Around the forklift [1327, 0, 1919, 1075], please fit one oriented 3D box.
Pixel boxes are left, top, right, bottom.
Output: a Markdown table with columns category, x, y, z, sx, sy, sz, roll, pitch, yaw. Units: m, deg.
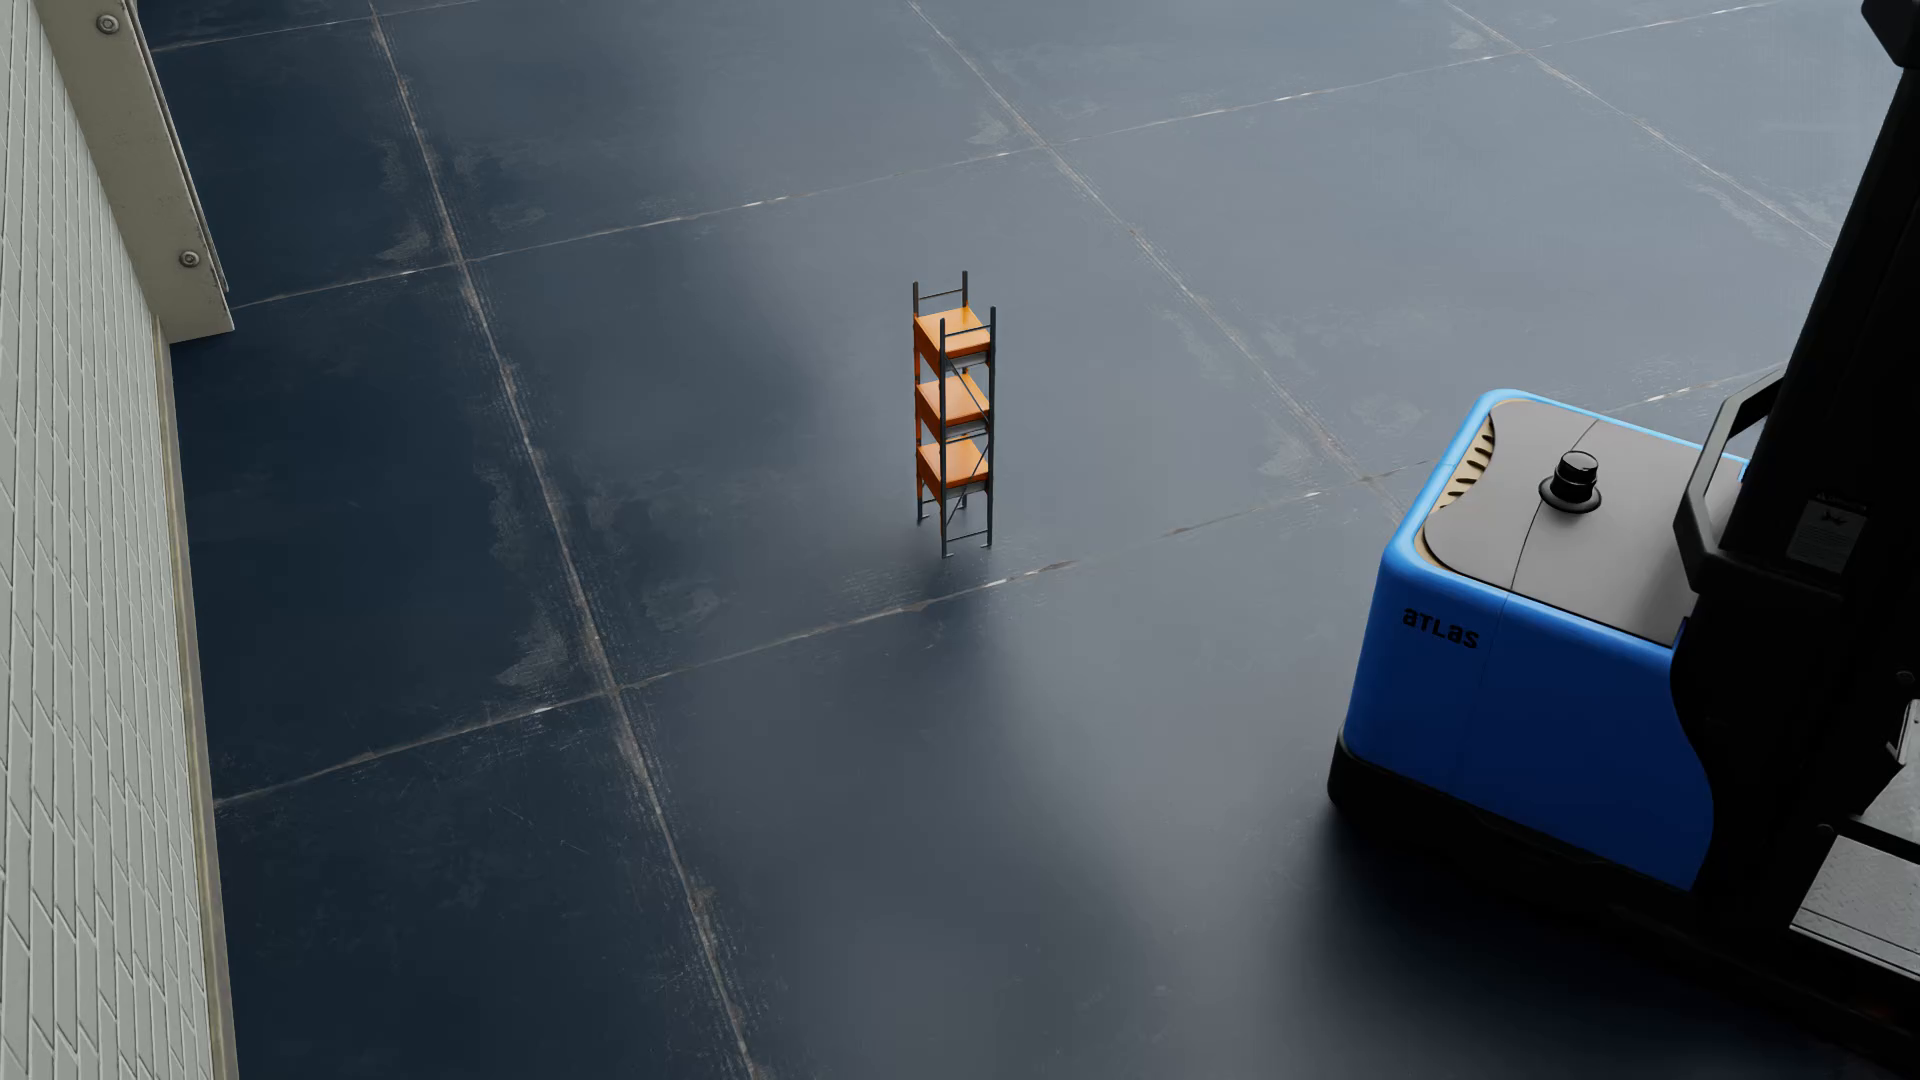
| category | x | y | z | sx | sy | sz | roll | pitch | yaw |
| --- | --- | --- | --- | --- | --- | --- | --- | --- | --- |
| forklift | 2.683 | -0.028 | 4.034 | 3.031 | 2.935 | 1.130 | 21 | 45 | 23 |

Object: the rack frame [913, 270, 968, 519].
| category | x | y | z | sx | sy | sz | roll | pitch | yaw |
| --- | --- | --- | --- | --- | --- | --- | --- | --- | --- |
| rack frame | -0.067 | -0.504 | 6.031 | 0.200 | 1.050 | 0.008 | -15 | 43 | -17 |

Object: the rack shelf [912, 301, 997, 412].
| category | x | y | z | sx | sy | sz | roll | pitch | yaw |
| --- | --- | --- | --- | --- | --- | --- | --- | --- | --- |
| rack shelf | -0.020 | -0.637 | 5.767 | 0.215 | 0.259 | 0.240 | -15 | 43 | -17 |

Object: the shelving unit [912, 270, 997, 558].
| category | x | y | z | sx | sy | sz | roll | pitch | yaw |
| --- | --- | --- | --- | --- | --- | --- | --- | --- | --- |
| shelving unit | -0.020 | -0.430 | 5.945 | 0.215 | 1.050 | 0.252 | -15 | 43 | -17 |

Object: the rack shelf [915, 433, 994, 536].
| category | x | y | z | sx | sy | sz | roll | pitch | yaw |
| --- | --- | --- | --- | --- | --- | --- | --- | --- | --- |
| rack shelf | -0.020 | -0.212 | 6.133 | 0.215 | 0.259 | 0.240 | -15 | 43 | -17 |

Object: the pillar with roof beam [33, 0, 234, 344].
| category | x | y | z | sx | sy | sz | roll | pitch | yaw |
| --- | --- | --- | --- | --- | --- | --- | --- | --- | --- |
| pillar with roof beam | 0.563 | -5.490 | 5.732 | 9.100 | 9.000 | 0.400 | -15 | 43 | -17 |

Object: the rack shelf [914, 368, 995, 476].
| category | x | y | z | sx | sy | sz | roll | pitch | yaw |
| --- | --- | --- | --- | --- | --- | --- | --- | --- | --- |
| rack shelf | -0.020 | -0.422 | 5.952 | 0.215 | 0.259 | 0.240 | -15 | 43 | -17 |

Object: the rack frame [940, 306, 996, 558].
| category | x | y | z | sx | sy | sz | roll | pitch | yaw |
| --- | --- | --- | --- | --- | --- | --- | --- | --- | --- |
| rack frame | 0.026 | -0.357 | 5.860 | 0.200 | 1.050 | 0.008 | -15 | 43 | -17 |
